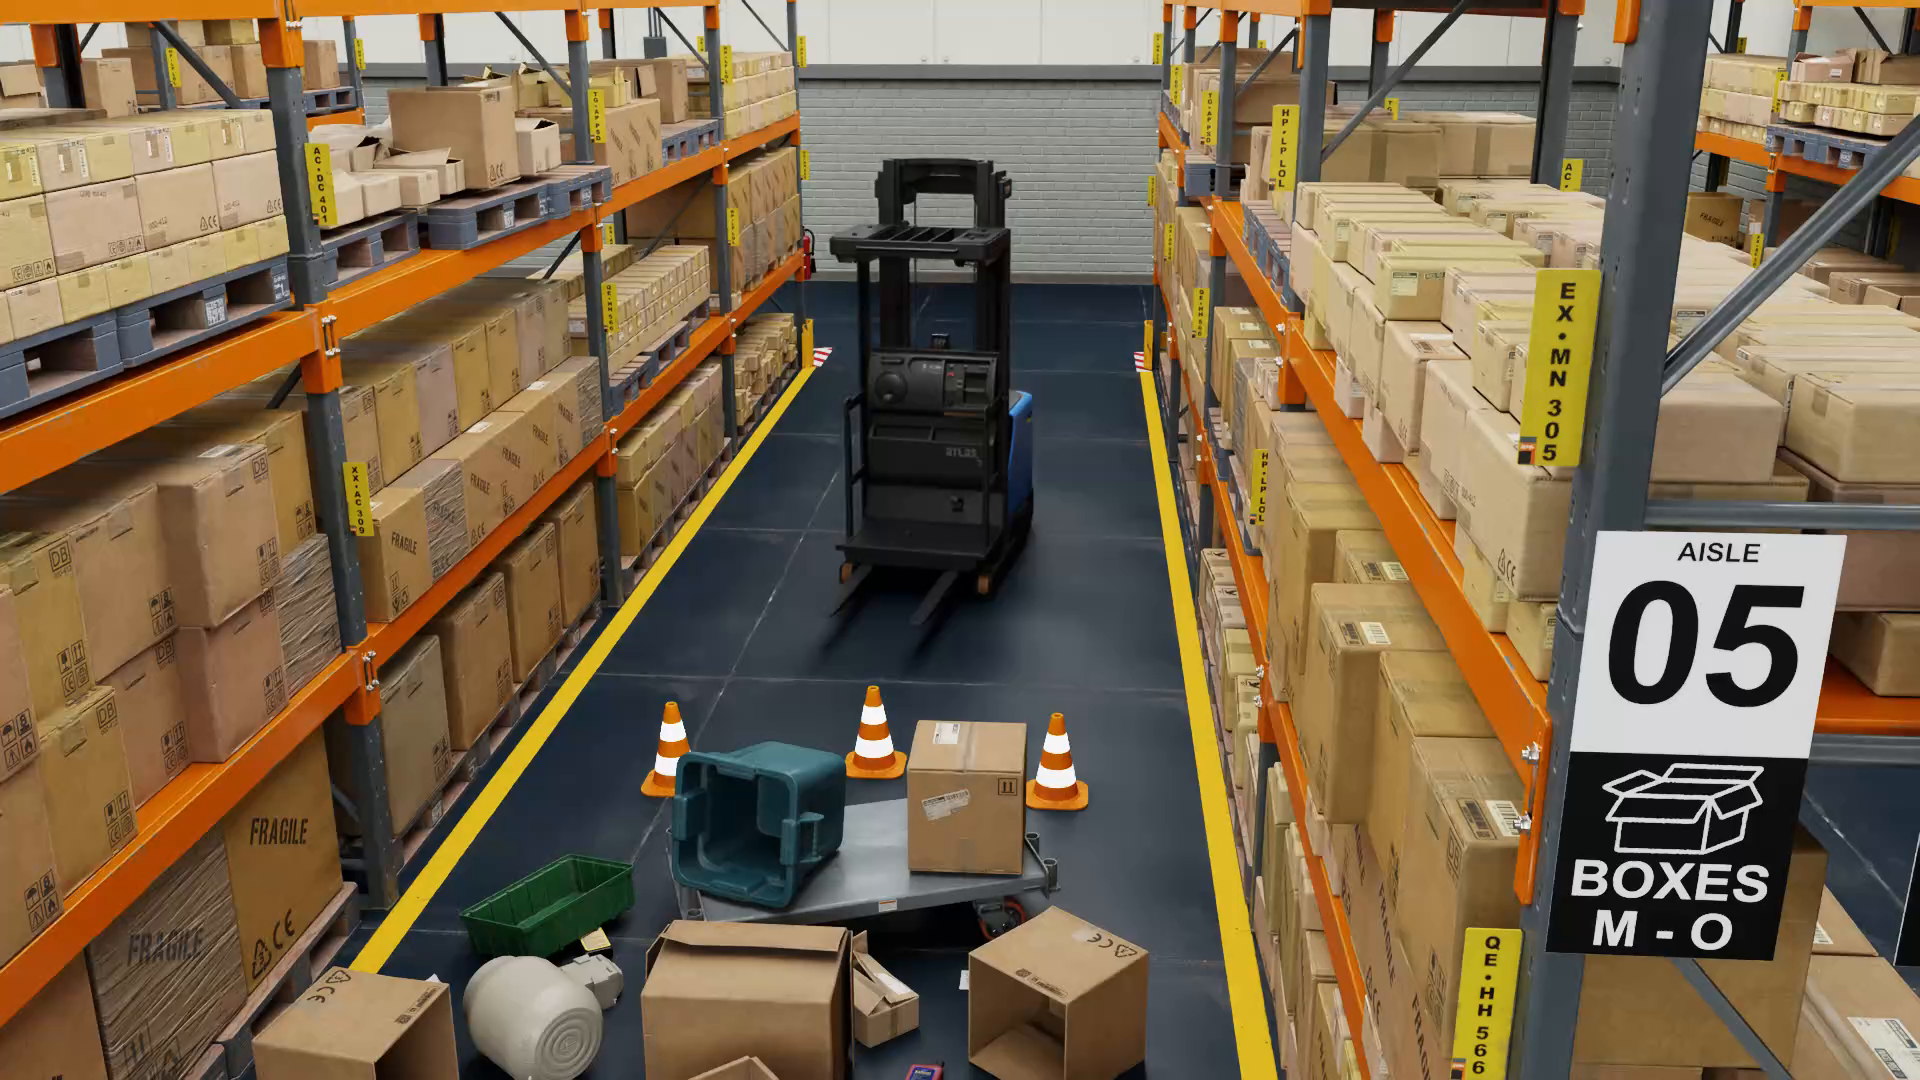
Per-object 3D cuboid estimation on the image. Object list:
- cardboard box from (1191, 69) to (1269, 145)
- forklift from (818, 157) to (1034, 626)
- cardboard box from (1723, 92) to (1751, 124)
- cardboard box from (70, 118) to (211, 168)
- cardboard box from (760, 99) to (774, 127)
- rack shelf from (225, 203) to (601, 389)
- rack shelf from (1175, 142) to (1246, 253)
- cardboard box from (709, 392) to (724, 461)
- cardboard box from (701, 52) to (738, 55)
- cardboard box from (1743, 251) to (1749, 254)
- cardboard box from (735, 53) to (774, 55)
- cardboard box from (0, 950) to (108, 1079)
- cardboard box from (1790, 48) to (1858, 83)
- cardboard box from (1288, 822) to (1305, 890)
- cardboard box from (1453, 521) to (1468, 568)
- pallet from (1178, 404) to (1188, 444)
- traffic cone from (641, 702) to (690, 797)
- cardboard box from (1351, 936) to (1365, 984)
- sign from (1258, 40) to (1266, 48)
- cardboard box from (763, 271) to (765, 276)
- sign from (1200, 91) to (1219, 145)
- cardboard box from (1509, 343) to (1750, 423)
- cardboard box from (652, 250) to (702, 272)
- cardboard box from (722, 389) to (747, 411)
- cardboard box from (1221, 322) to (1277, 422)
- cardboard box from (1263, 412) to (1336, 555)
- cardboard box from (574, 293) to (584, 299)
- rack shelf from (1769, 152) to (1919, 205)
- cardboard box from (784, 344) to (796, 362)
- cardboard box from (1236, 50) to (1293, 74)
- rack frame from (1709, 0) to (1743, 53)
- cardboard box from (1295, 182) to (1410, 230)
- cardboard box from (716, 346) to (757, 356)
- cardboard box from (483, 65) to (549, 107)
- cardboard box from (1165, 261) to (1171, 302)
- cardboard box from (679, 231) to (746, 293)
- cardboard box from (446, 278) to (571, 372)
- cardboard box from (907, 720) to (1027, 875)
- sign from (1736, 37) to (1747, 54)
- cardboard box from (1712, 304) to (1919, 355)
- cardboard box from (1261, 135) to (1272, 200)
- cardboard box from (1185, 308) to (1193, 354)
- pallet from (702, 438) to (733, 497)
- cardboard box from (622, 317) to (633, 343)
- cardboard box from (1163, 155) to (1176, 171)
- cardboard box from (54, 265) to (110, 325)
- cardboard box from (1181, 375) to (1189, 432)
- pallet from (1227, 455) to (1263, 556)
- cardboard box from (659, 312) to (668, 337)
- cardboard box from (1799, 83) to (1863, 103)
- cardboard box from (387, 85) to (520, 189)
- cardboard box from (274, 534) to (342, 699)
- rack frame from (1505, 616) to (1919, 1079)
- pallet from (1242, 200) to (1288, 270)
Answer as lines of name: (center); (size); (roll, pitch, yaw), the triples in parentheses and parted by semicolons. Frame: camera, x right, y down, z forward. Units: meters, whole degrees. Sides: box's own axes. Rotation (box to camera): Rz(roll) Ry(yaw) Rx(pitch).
cardboard box: (1.940, -3.125, 11.991); (0.500, 0.500, 0.500); (1, 18, 4)
forklift: (-0.244, -1.125, 11.650); (1.130, 2.935, 3.031); (4, 19, 12)
cardboard box: (7.153, -3.844, 14.783); (0.500, 0.250, 0.500); (1, 18, 2)
cardboard box: (-2.873, -1.390, 5.820); (0.380, 0.149, 0.250); (1, 18, 4)
cardboard box: (-2.133, -4.192, 16.321); (0.500, 0.250, 0.500); (2, 18, 6)
rack shelf: (-2.985, -1.440, 8.839); (1.077, 0.370, 4.000); (1, 18, 4)
rack shelf: (2.247, -2.604, 12.389); (1.077, 0.370, 4.000); (1, 18, 4)
cardboard box: (-2.356, -0.996, 14.487); (0.500, 0.500, 0.500); (1, 18, 3)
cardboard box: (-2.554, -5.069, 17.557); (0.380, 0.149, 0.250); (2, 18, 6)
cardboard box: (7.714, -2.565, 15.698); (0.500, 0.250, 0.500); (2, 18, 5)
cardboard box: (-2.131, -4.980, 17.284); (0.380, 0.149, 0.250); (1, 18, 2)
cardboard box: (-3.371, 1.831, 5.254); (0.875, 0.875, 0.875); (1, 18, 3)
cardboard box: (6.971, -3.837, 13.424); (0.396, 0.266, 0.258); (1, 18, 3)
cardboard box: (1.401, 1.160, 6.060); (0.380, 0.149, 0.250); (2, 18, 6)
cardboard box: (1.315, 0.003, 3.683); (0.380, 0.149, 0.250); (2, 18, 6)
pallet: (2.523, -1.050, 15.790); (1.003, 0.211, 1.213); (1, 18, 4)
traffic cone: (-1.526, 1.087, 8.862); (0.336, 0.463, 0.334); (1, 18, 4)
cardboard box: (1.365, 1.185, 4.891); (0.380, 0.149, 0.250); (1, 18, 3)
sign: (3.217, -5.176, 17.789); (0.100, 0.325, 0.005); (1, 18, 4)
cardboard box: (-2.192, -2.755, 16.916); (0.380, 0.149, 0.250); (2, 18, 5)
sign: (1.550, -2.622, 10.334); (0.100, 0.325, 0.005); (1, 18, 4)
cardboard box: (1.316, -0.290, 3.296); (0.380, 0.149, 0.250); (2, 18, 5)
cardboard box: (-2.407, -2.371, 14.114); (0.380, 0.149, 0.250); (1, 18, 2)
cardboard box: (-2.209, -1.312, 15.536); (0.380, 0.149, 0.250); (2, 18, 6)
cardboard box: (1.810, -0.991, 9.816); (0.500, 0.500, 0.500); (2, 18, 7)
cardboard box: (1.569, -0.189, 6.438); (0.700, 0.500, 0.500); (1, 18, 3)
cardboard box: (-3.152, -1.844, 12.984); (0.380, 0.149, 0.250); (1, 18, 3)
rack shelf: (7.198, -2.494, 12.055); (1.077, 0.370, 4.000); (1, 18, 4)
cardboard box: (-2.015, -2.057, 18.288); (0.380, 0.149, 0.250); (2, 18, 6)
cardboard box: (2.642, -4.039, 14.620); (0.500, 0.500, 0.500); (2, 18, 5)
rack frame: (7.628, -6.125, 17.163); (1.000, 3.000, 0.127); (1, 18, 4)
cardboard box: (1.468, -1.251, 6.229); (0.380, 0.149, 0.250); (1, 18, 3)
cardboard box: (-2.242, -1.859, 16.728); (0.380, 0.149, 0.250); (1, 18, 2)
cardboard box: (-3.050, -3.106, 11.377); (0.396, 0.266, 0.258); (1, 18, 4)
cardboard box: (2.200, -2.498, 15.570); (0.500, 0.500, 0.500); (1, 18, 3)
cardboard box: (-2.268, -2.557, 15.272); (0.500, 0.500, 0.500); (1, 18, 3)
cardboard box: (-2.883, -1.361, 10.494); (0.700, 0.500, 0.500); (1, 18, 4)
cardboard box: (0.039, 1.141, 7.422); (0.500, 0.500, 0.500); (1, 18, 4)
sign: (8.180, -5.101, 17.435); (0.100, 0.325, 0.005); (1, 18, 4)
cardboard box: (1.933, -0.436, 3.742); (0.380, 0.149, 0.250); (1, 18, 4)
cardboard box: (2.022, -1.899, 8.918); (0.797, 0.503, 0.637); (1, 18, 4)
cardboard box: (1.934, -1.540, 12.244); (0.500, 0.250, 0.500); (1, 18, 2)
pallet: (-2.609, -0.653, 14.578); (1.003, 0.211, 1.213); (1, 18, 4)
cardboard box: (-2.573, -1.512, 11.972); (0.380, 0.149, 0.250); (1, 18, 2)
cardboard box: (2.294, -3.867, 17.099); (0.380, 0.149, 0.250); (1, 18, 2)
cardboard box: (-2.925, -0.773, 5.215); (0.380, 0.149, 0.250); (1, 18, 3)
cardboard box: (2.542, -1.316, 15.561); (0.875, 0.438, 0.875); (1, 18, 3)
pallet: (2.002, -0.192, 9.000); (1.003, 0.211, 1.213); (1, 18, 4)
cardboard box: (-2.495, -1.685, 12.978); (0.380, 0.149, 0.250); (1, 18, 2)
cardboard box: (6.934, -3.559, 13.239); (0.380, 0.149, 0.250); (2, 18, 5)
cardboard box: (-2.687, -2.152, 8.860); (0.500, 0.500, 0.500); (1, 18, 4)
cardboard box: (-3.142, 0.308, 6.925); (0.875, 0.550, 0.550); (1, 18, 4)
rack frame: (1.530, 1.586, 3.266); (1.000, 3.000, 0.127); (1, 18, 4)
pallet: (2.038, -1.504, 8.181); (1.213, 0.211, 1.003); (1, 18, 4)
